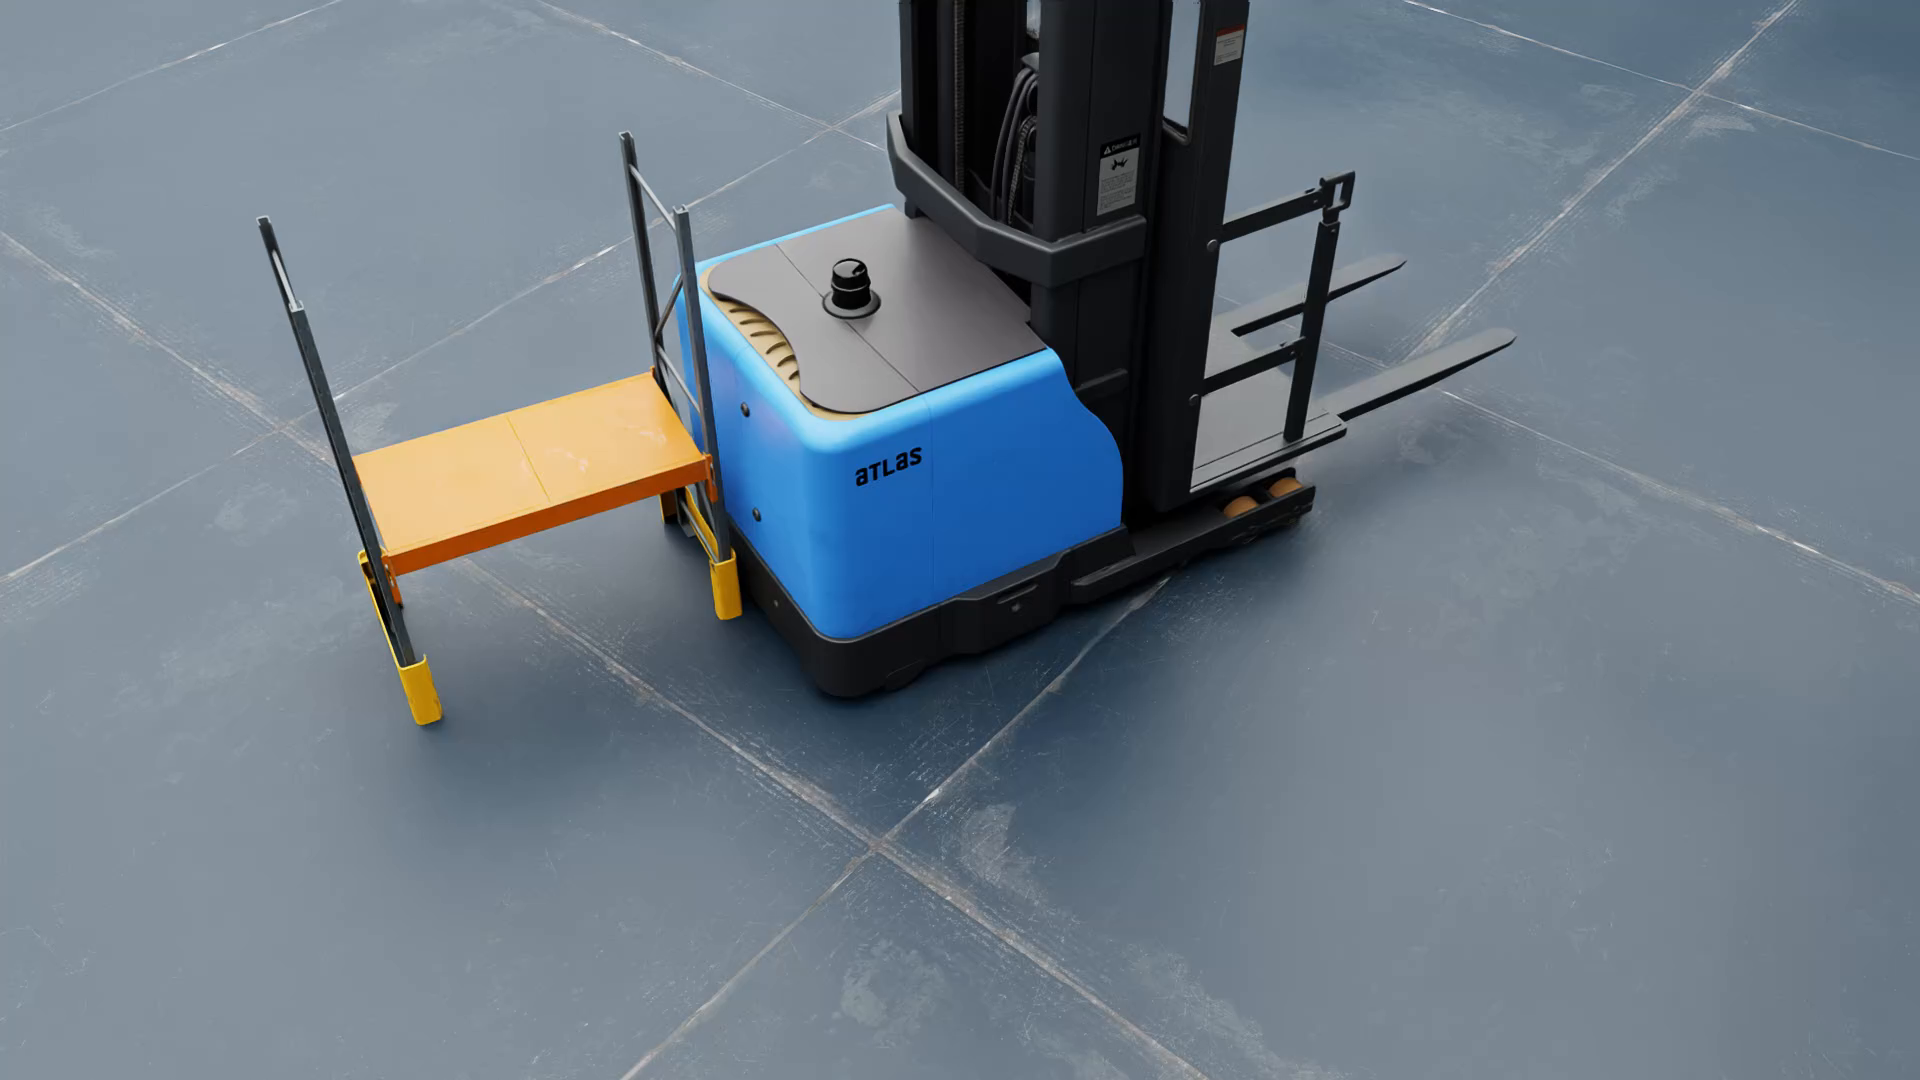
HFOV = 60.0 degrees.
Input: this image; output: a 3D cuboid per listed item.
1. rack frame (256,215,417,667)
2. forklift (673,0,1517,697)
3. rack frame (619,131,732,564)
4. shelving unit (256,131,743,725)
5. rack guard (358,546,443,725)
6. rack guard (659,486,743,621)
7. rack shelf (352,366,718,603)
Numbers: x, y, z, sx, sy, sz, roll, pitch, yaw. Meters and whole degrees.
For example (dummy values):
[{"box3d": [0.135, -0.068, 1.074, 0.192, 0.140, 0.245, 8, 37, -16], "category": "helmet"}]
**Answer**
[{"box3d": [-1.767, -0.167, 4.819, 0.032, 1.500, 0.500, -19, 46, -20], "category": "rack frame"}, {"box3d": [0.636, -1.351, 5.057, 3.031, 2.935, 1.130, -22, 47, -23], "category": "forklift"}, {"box3d": [-0.862, -0.479, 5.162, 0.032, 1.500, 0.500, -19, 46, -20], "category": "rack frame"}, {"box3d": [-1.322, -0.320, 4.988, 1.083, 1.500, 0.587, -19, 46, -20], "category": "shelving unit"}, {"box3d": [-1.765, 0.295, 5.240, 0.087, 0.250, 0.587, -19, 46, -20], "category": "rack guard"}, {"box3d": [-0.879, -0.011, 5.576, 0.087, 0.250, 0.587, -19, 46, -20], "category": "rack guard"}, {"box3d": [-1.314, -0.190, 5.112, 1.000, 0.185, 0.538, -19, 46, -20], "category": "rack shelf"}]
